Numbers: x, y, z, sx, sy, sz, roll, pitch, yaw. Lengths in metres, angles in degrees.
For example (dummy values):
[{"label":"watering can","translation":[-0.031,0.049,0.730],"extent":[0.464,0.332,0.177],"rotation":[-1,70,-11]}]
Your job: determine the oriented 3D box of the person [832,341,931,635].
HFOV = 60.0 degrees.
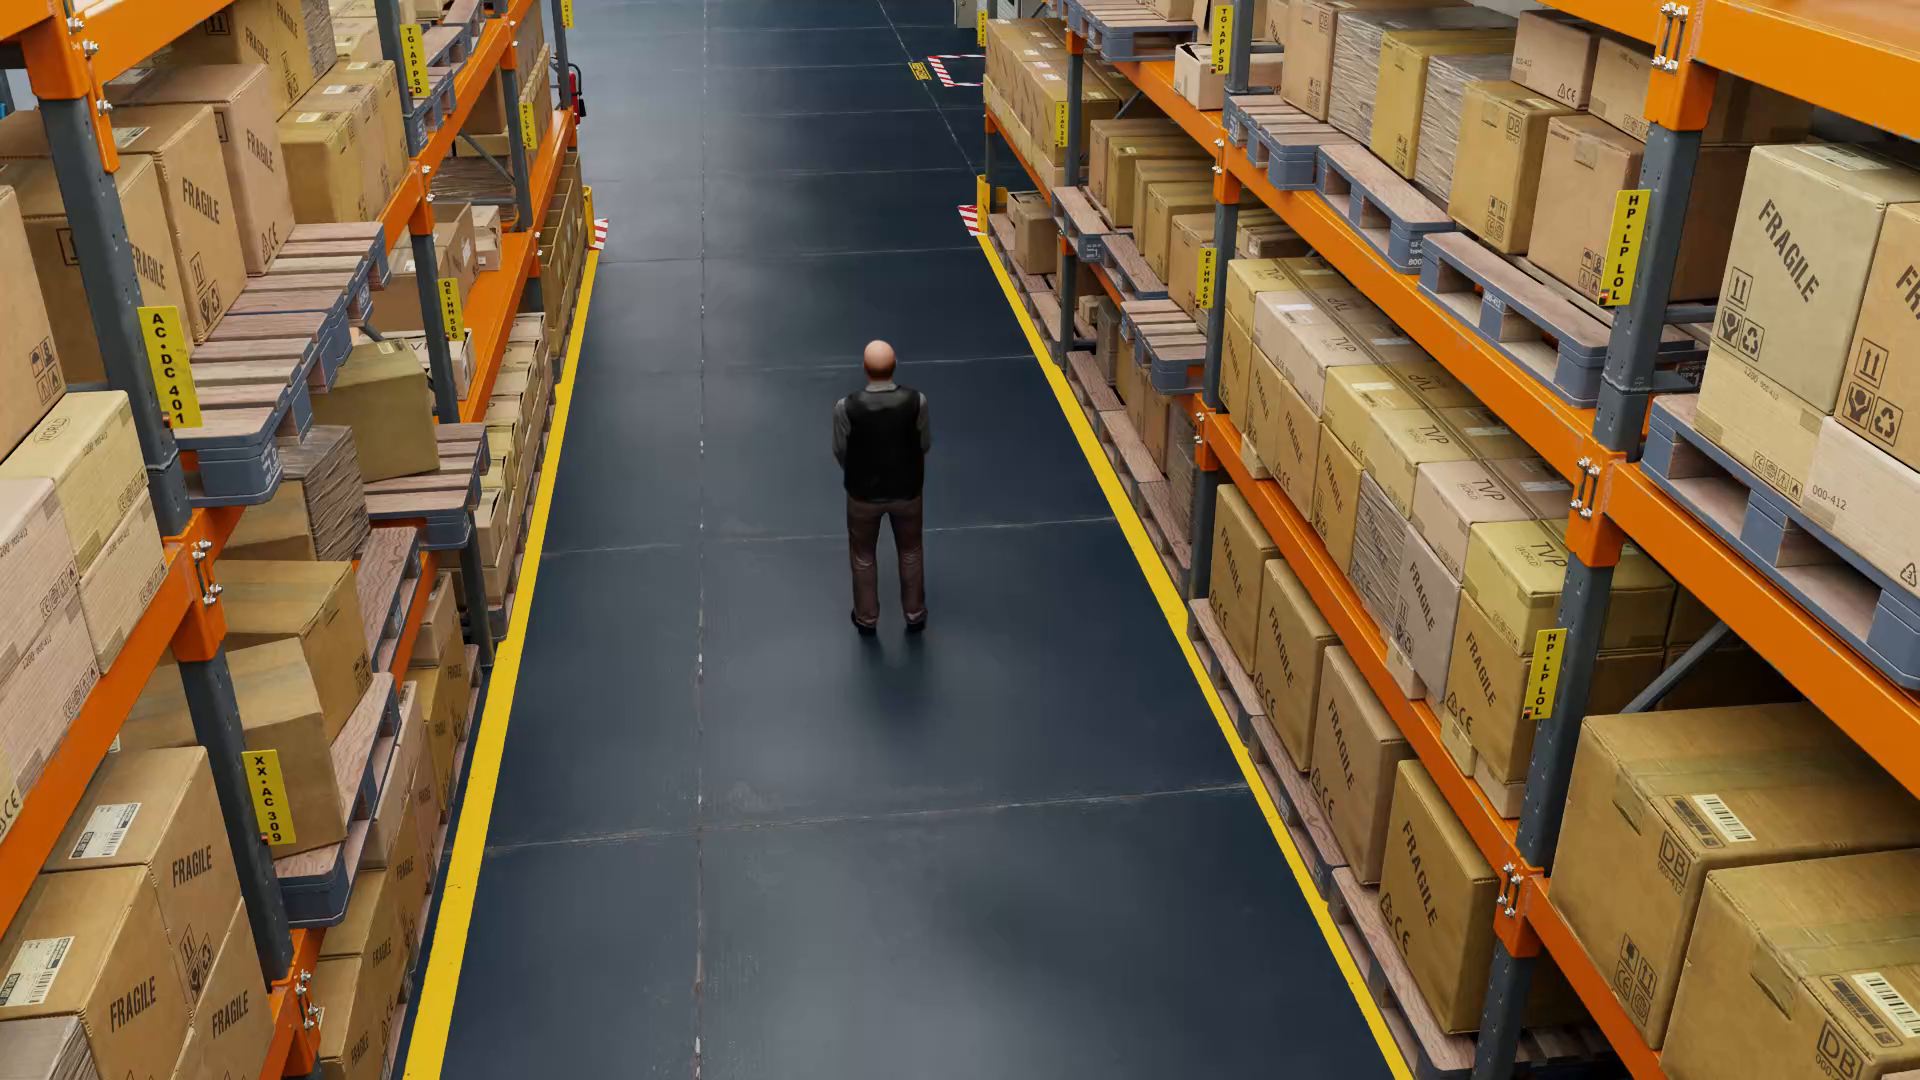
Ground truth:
[{"label":"person","translation":[-0.429,-0.289,9.205],"extent":[0.544,1.728,0.482],"rotation":[-4,27,-8]}]
